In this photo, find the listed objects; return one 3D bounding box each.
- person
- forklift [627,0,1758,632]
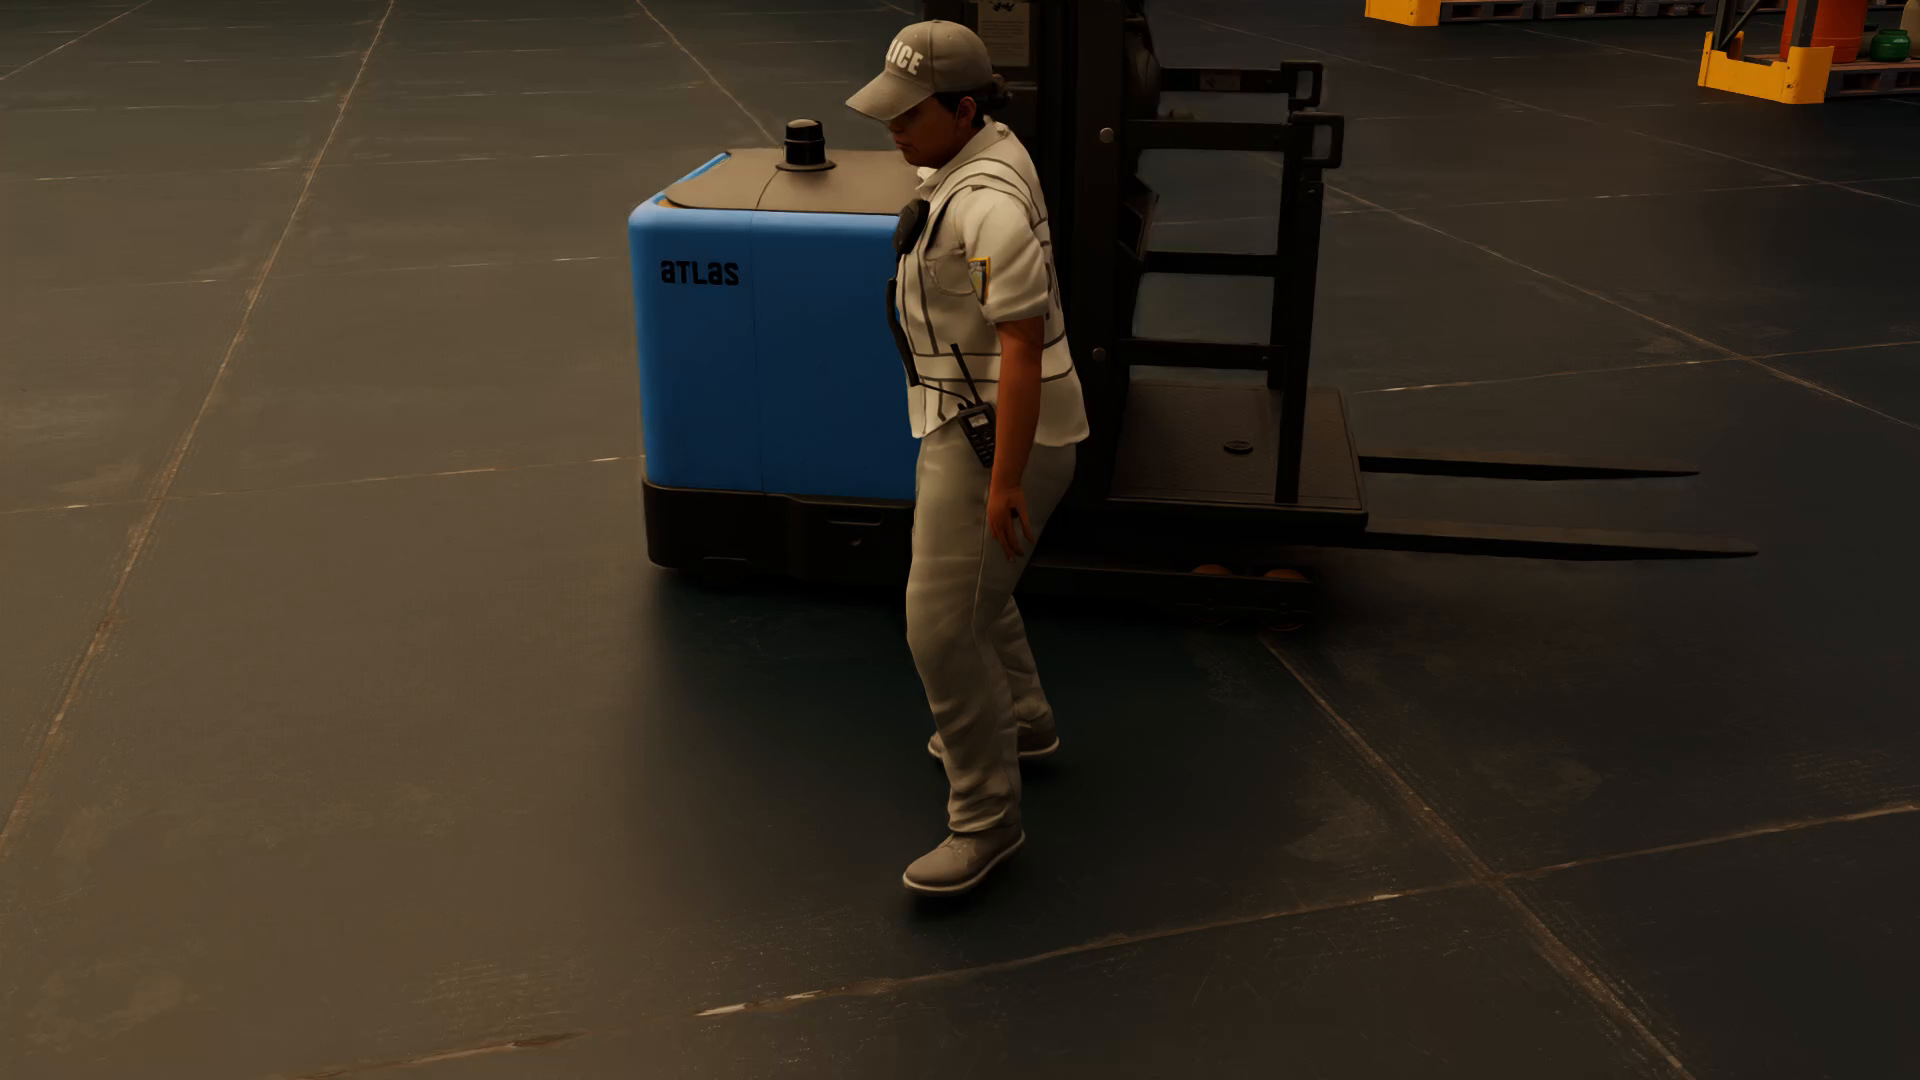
[{"bbox_3d":[0.023,-0.194,3.341,0.470,1.635,0.809,-1,23,-3],"label":"person"},{"bbox_3d":[0.666,-1.325,4.423,3.031,2.935,1.130,3,23,8],"label":"forklift"}]
